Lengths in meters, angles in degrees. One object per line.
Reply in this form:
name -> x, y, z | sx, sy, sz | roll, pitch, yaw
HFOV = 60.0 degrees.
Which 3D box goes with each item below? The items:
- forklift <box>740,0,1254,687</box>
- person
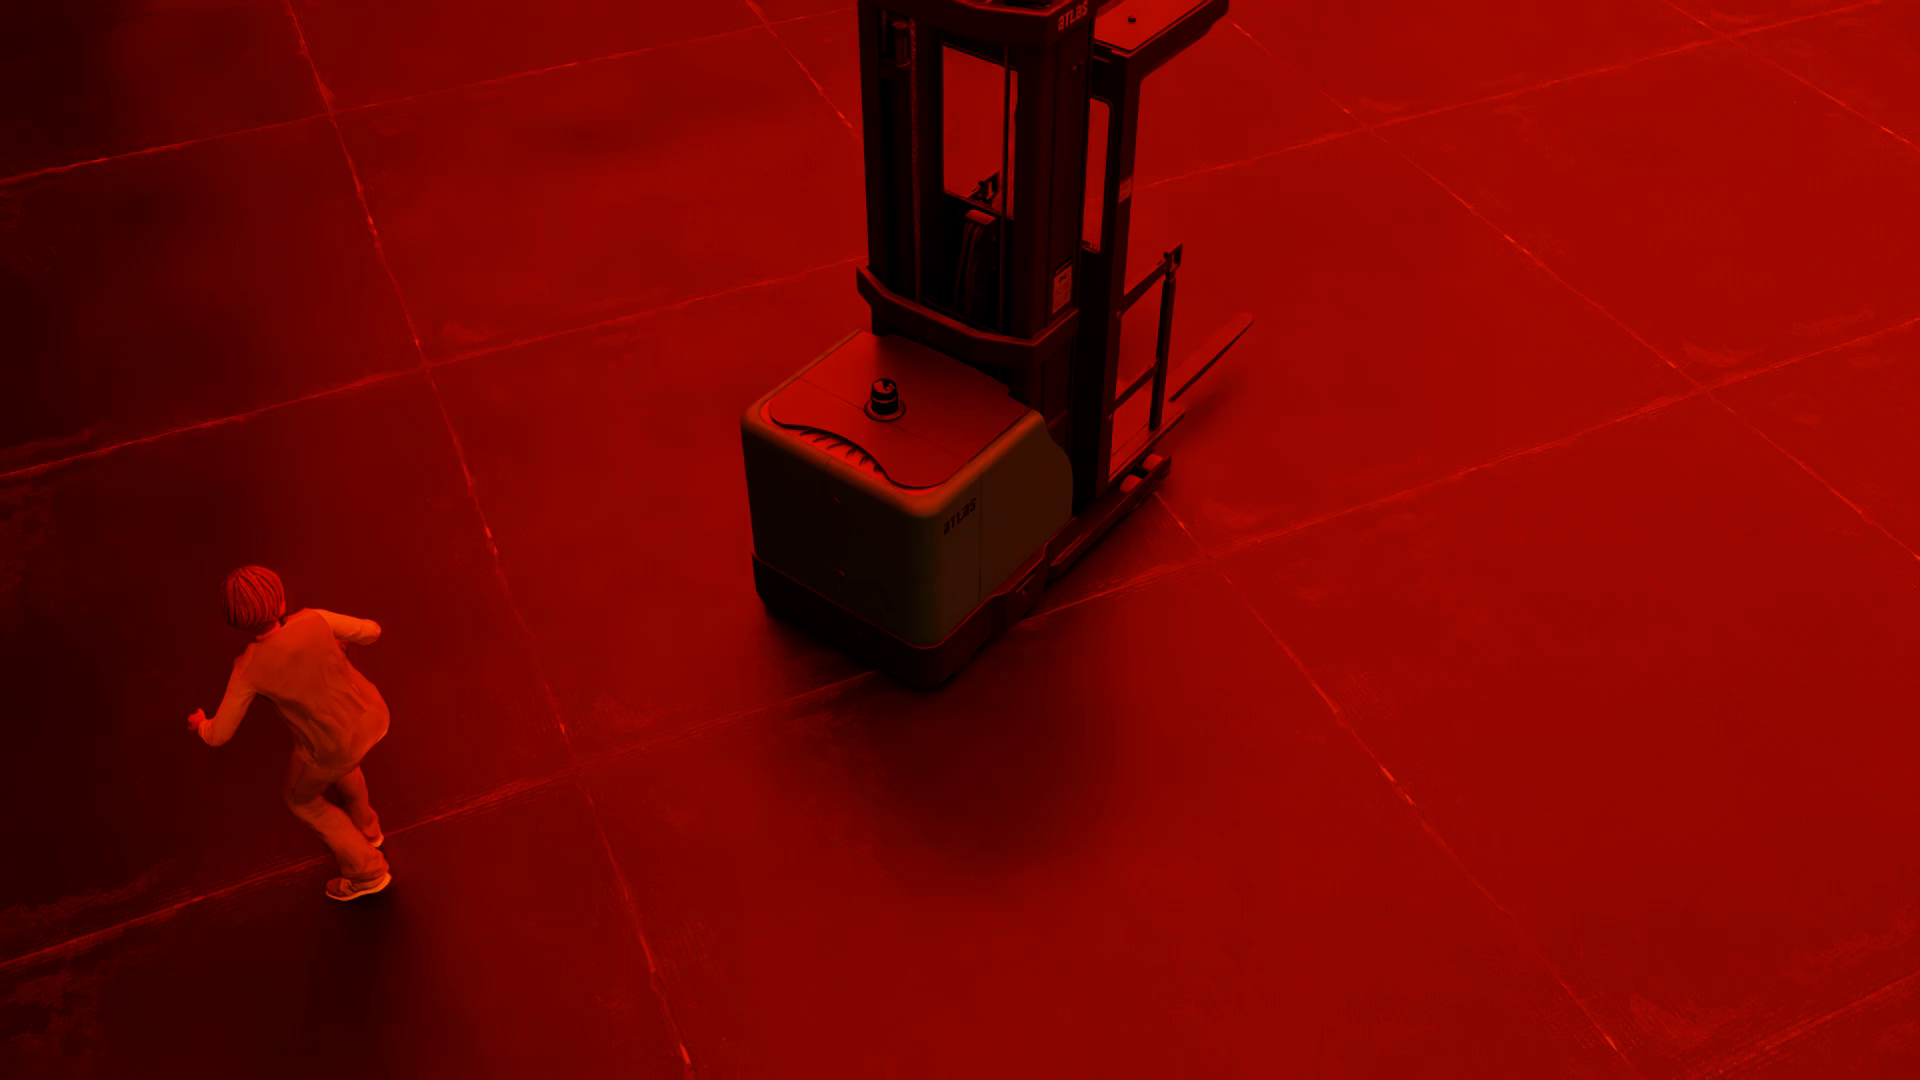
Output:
forklift -> 0.369, -1.403, 7.184 | 1.130, 2.935, 3.031 | 27, 50, 26
person -> -2.384, 0.665, 6.017 | 0.626, 1.532, 0.658 | 20, 47, 20
